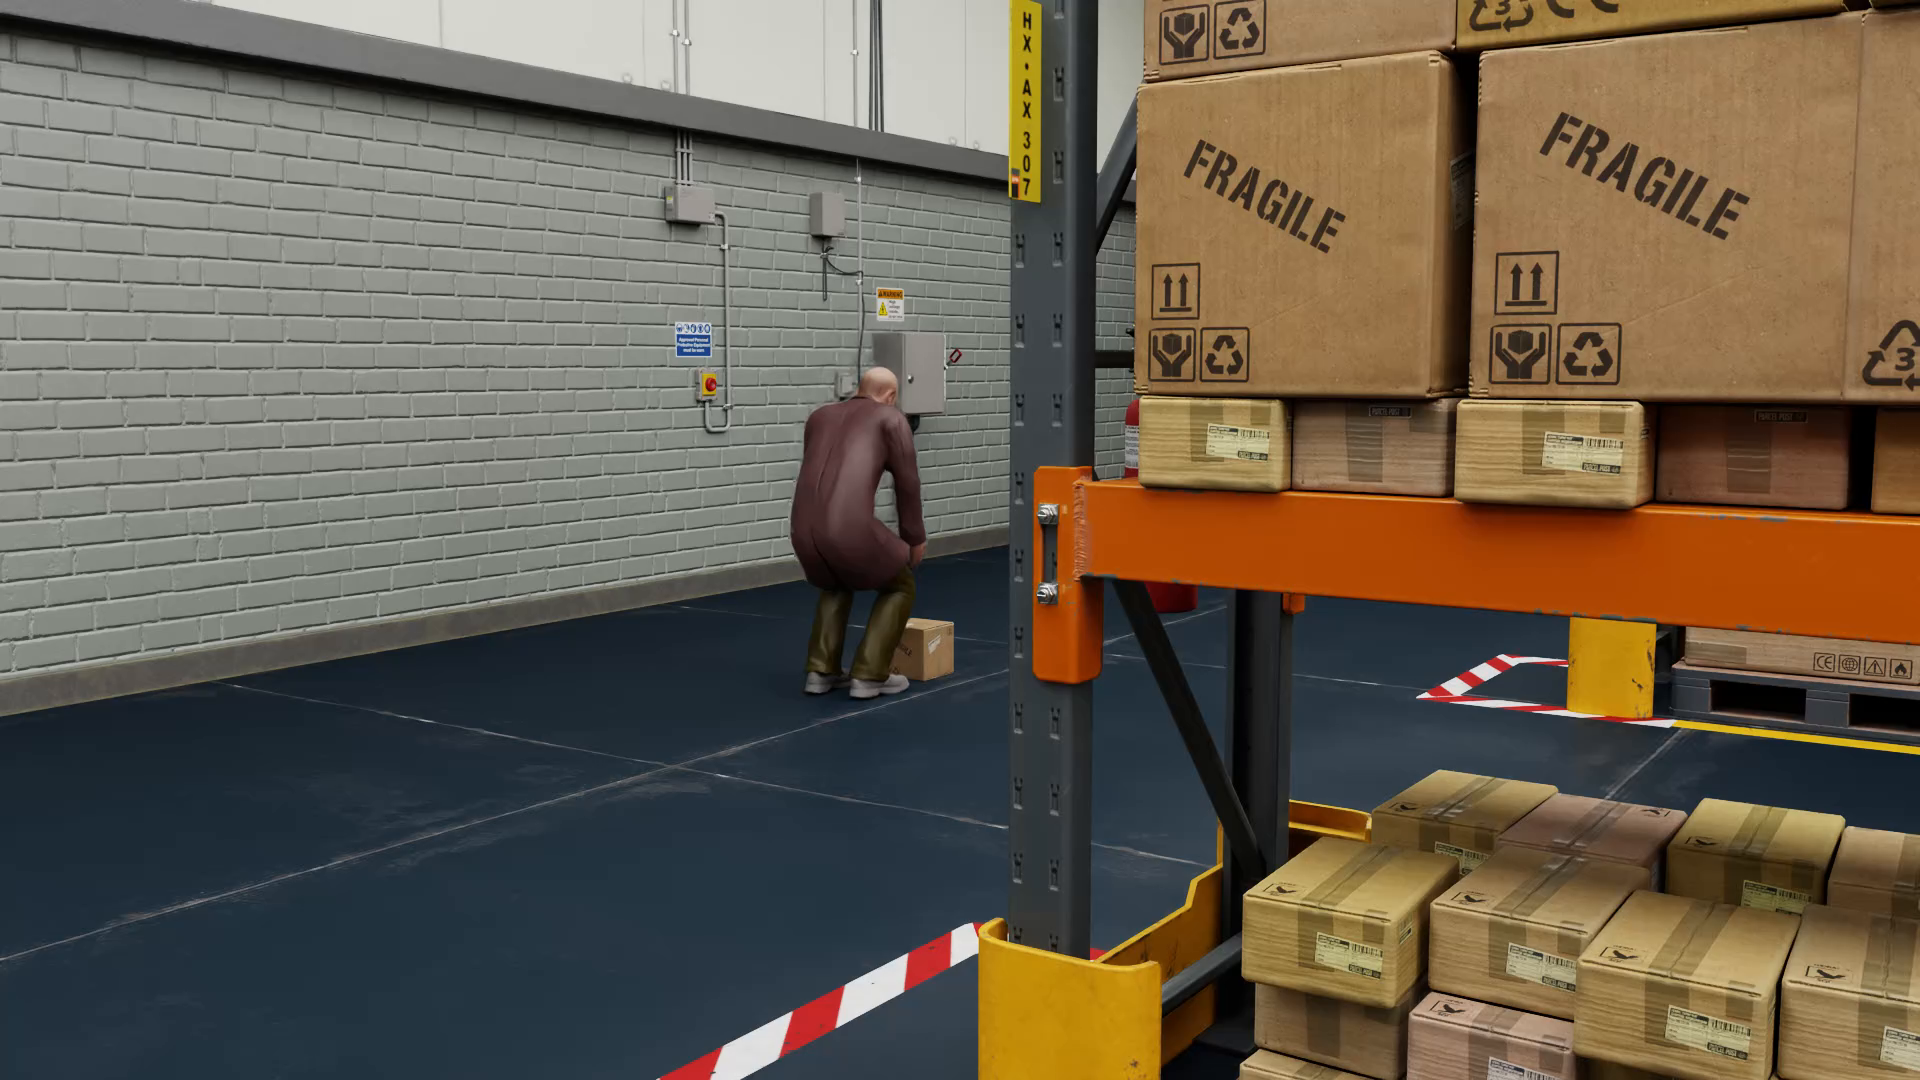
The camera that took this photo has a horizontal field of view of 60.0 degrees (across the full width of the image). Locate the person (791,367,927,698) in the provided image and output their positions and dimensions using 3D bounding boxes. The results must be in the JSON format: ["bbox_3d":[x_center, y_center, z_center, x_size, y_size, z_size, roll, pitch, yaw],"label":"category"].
[{"bbox_3d":[-0.498,-0.041,7.569,0.628,1.476,0.681,4,7,34],"label":"person"}]
